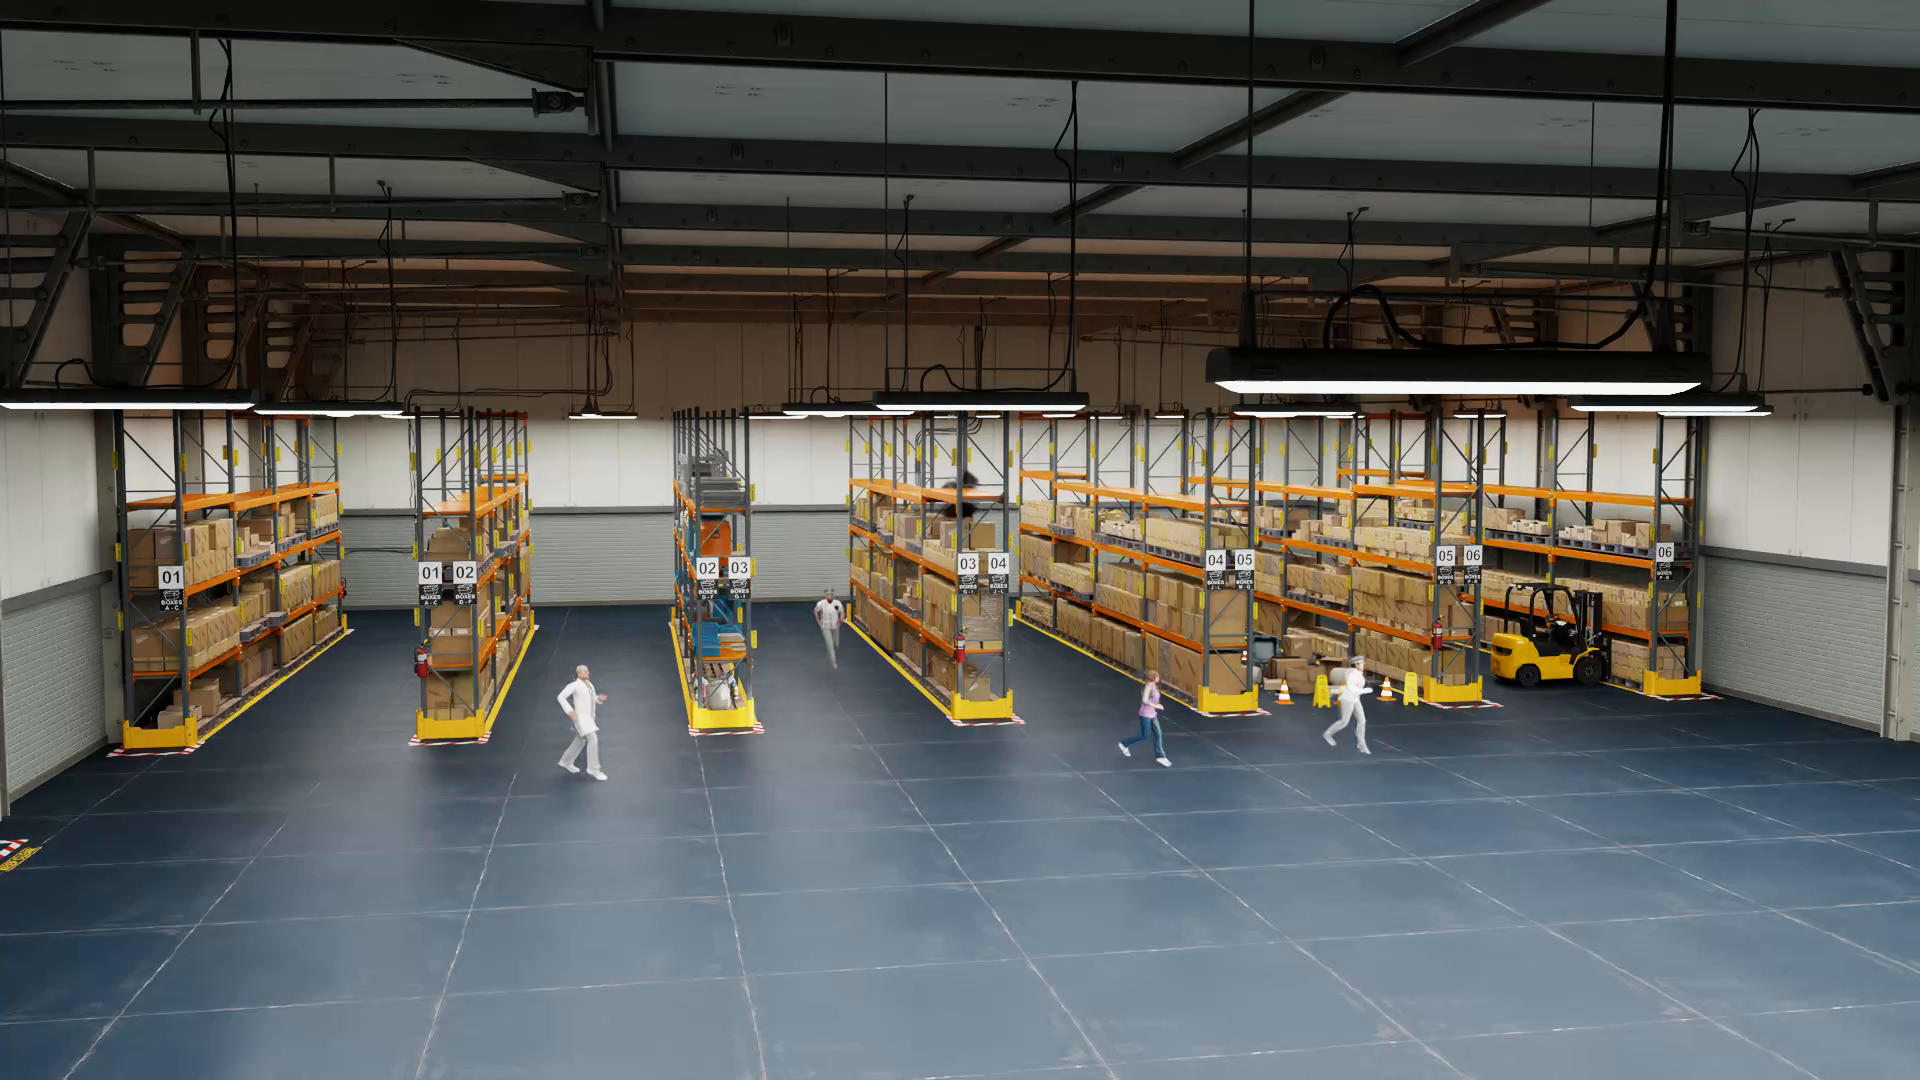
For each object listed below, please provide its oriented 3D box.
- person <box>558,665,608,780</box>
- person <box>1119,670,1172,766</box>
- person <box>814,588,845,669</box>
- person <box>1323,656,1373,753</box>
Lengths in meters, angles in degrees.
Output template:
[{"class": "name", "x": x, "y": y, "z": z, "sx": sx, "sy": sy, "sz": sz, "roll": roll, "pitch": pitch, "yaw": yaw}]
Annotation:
[{"class": "person", "x": -6.070, "y": 2.922, "z": 26.730, "sx": 0.909, "sy": 1.836, "sz": 0.681, "roll": 1, "pitch": 4, "yaw": 10}, {"class": "person", "x": 3.117, "y": 2.952, "z": 27.806, "sx": 0.911, "sy": 1.592, "sz": 0.564, "roll": 2, "pitch": 4, "yaw": 20}, {"class": "person", "x": -2.906, "y": 1.938, "z": 37.052, "sx": 0.688, "sy": 1.768, "sz": 0.837, "roll": -1, "pitch": 4, "yaw": -15}, {"class": "person", "x": 6.759, "y": 2.852, "z": 28.951, "sx": 0.893, "sy": 1.735, "sz": 0.629, "roll": 3, "pitch": 5, "yaw": 32}]
